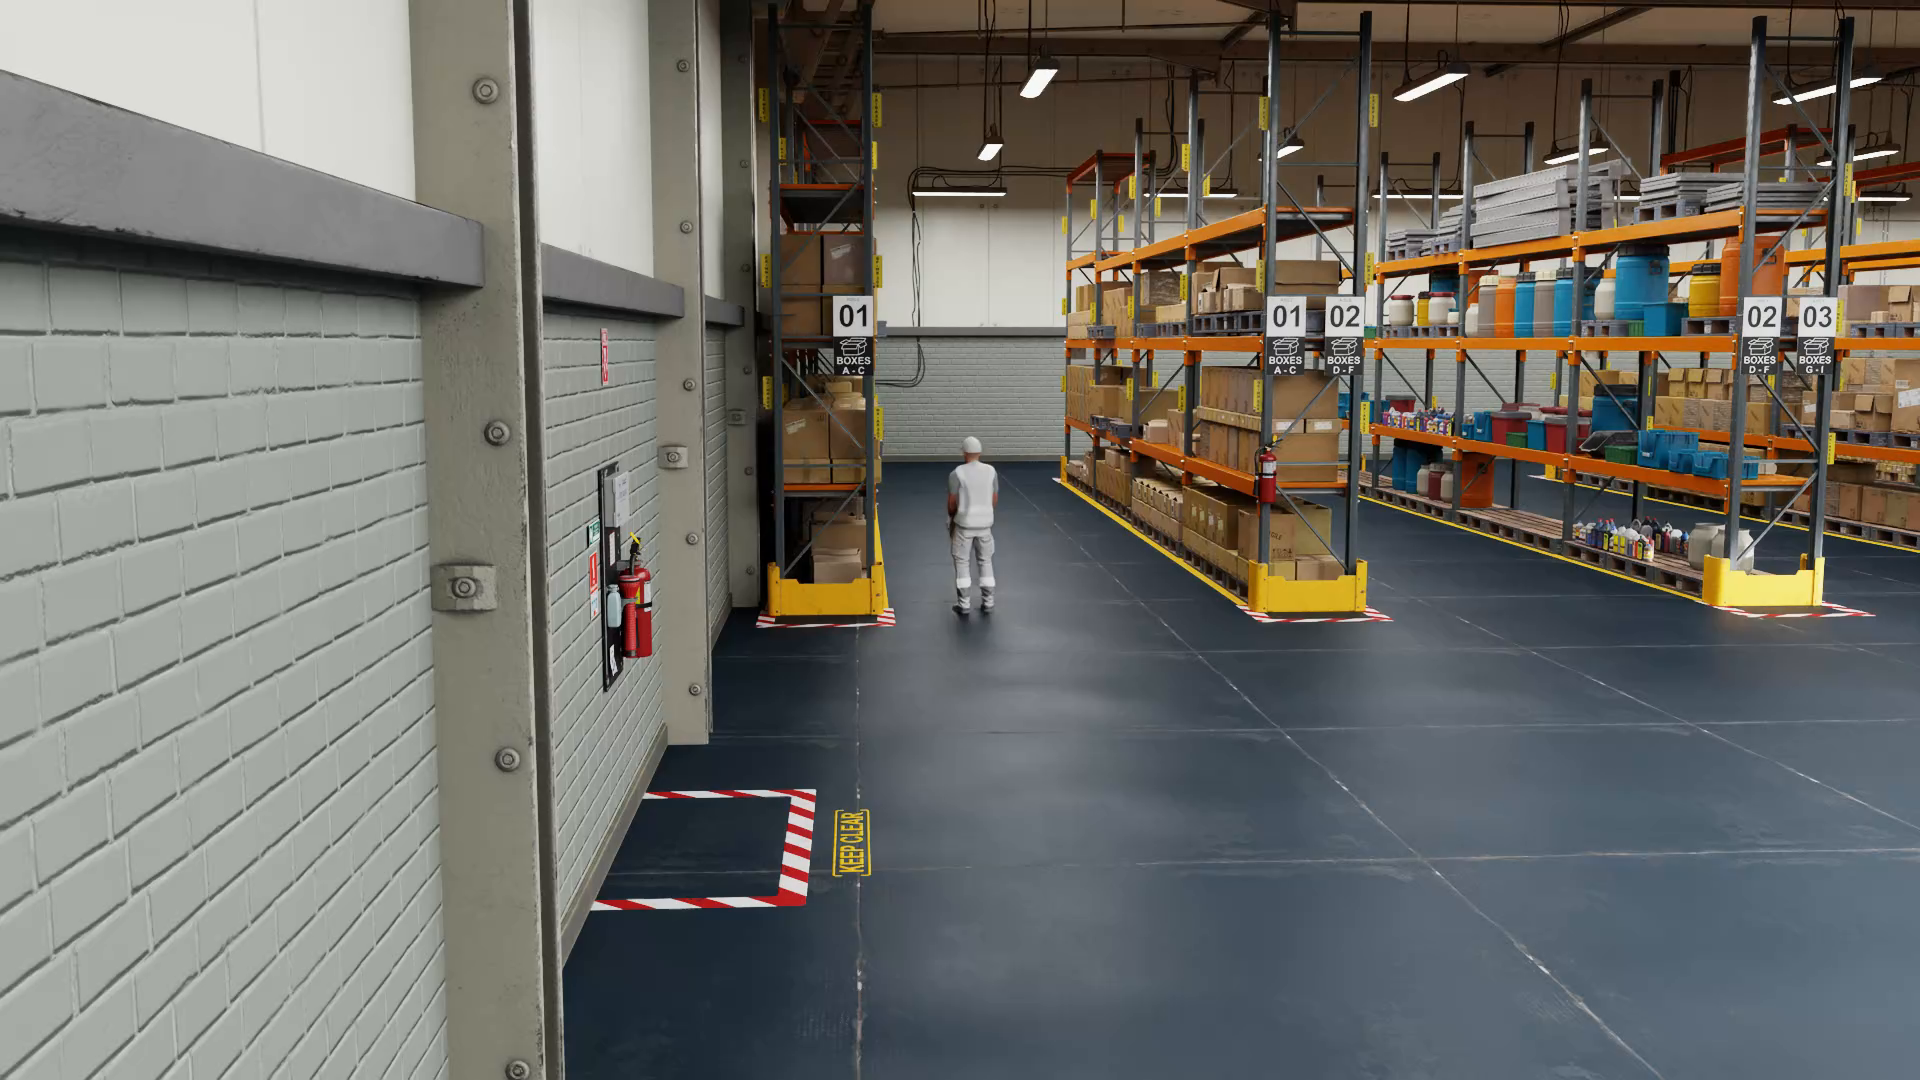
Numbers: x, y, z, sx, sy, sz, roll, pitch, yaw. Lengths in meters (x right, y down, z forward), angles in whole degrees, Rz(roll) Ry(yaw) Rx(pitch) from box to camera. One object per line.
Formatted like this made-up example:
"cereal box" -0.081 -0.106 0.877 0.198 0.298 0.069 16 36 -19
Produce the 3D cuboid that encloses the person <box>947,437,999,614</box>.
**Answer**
"person" 0.115 -0.155 16.934 0.535 1.792 0.462 -2 7 -18
